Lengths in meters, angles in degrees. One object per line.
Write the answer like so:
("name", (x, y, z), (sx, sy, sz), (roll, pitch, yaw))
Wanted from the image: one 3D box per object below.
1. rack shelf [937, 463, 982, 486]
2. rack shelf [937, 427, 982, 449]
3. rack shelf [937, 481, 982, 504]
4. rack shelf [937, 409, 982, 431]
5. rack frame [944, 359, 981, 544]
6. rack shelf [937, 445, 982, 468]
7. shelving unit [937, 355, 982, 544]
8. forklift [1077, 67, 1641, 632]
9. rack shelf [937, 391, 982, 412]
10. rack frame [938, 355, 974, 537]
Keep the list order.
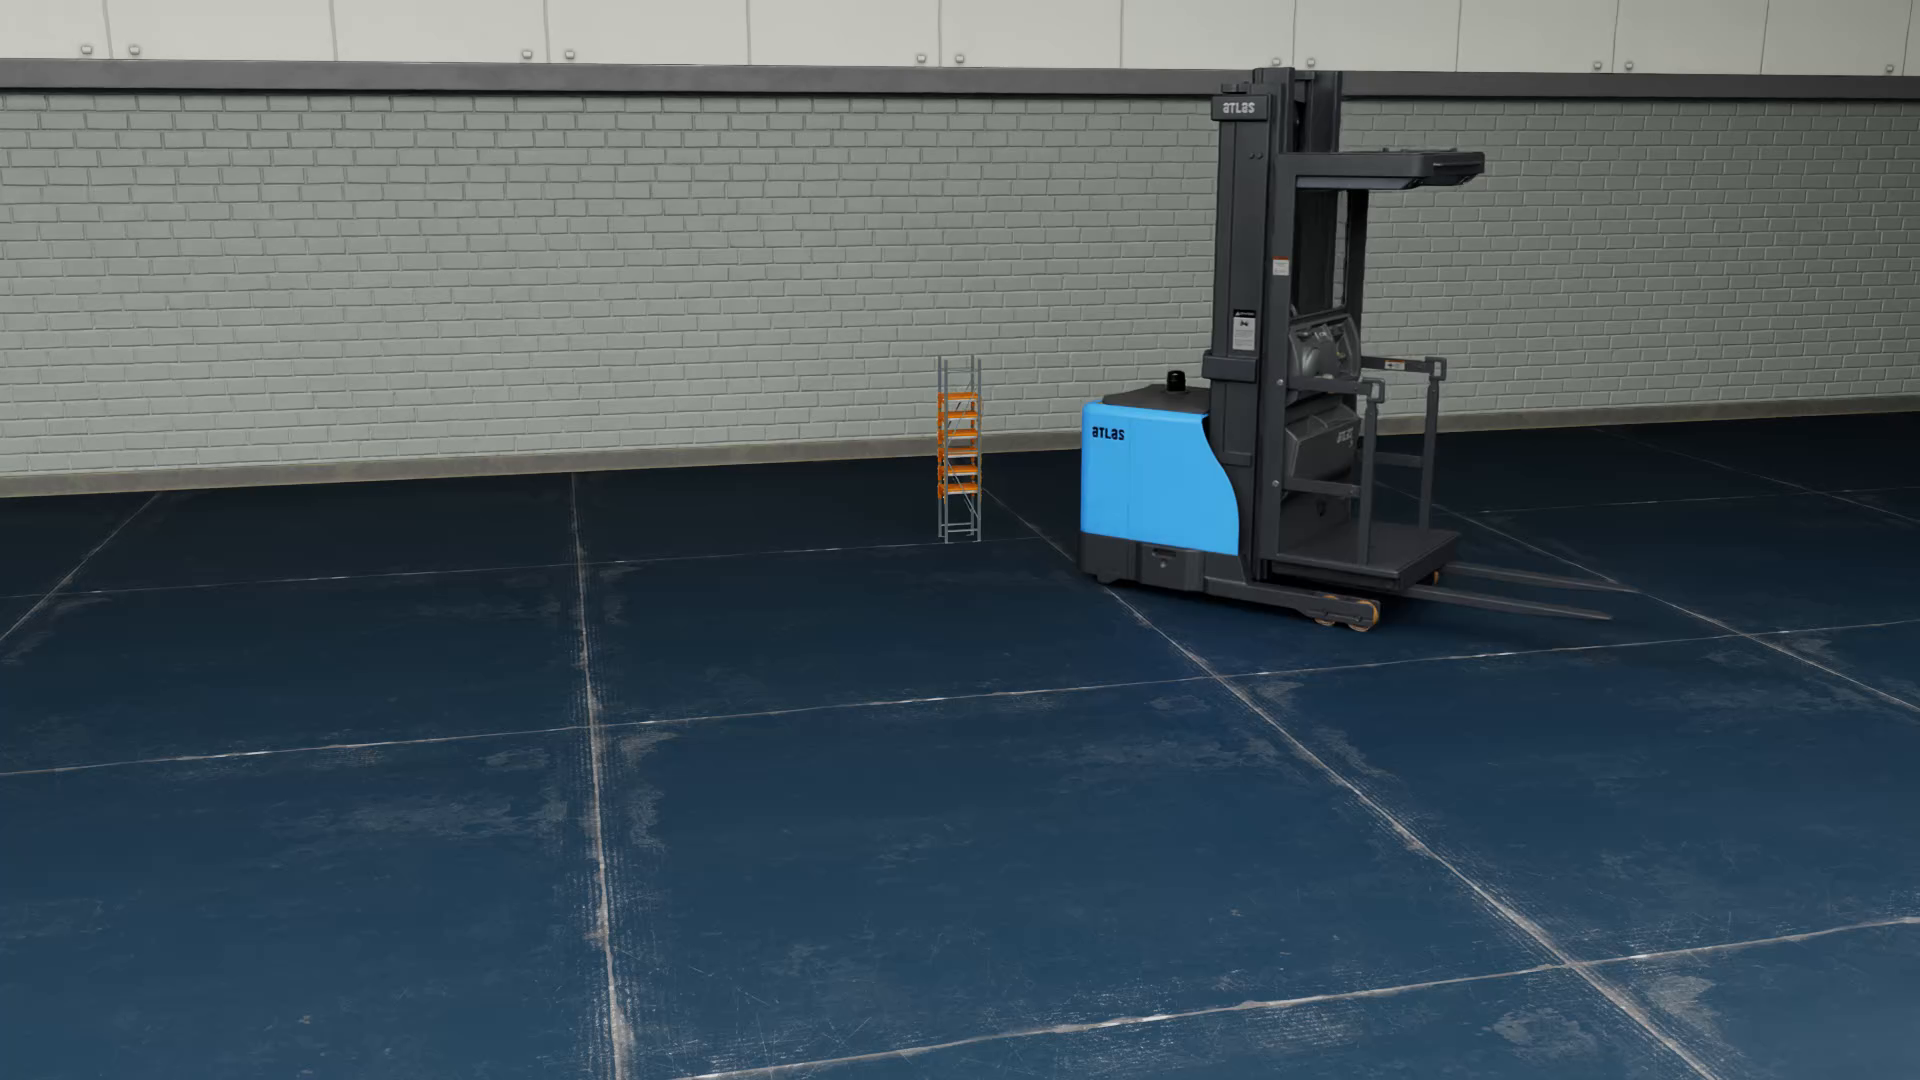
("rack shelf", (-0.003, -0.426, 10.837), (0.258, 0.103, 0.180), (-3, 14, -13))
("rack shelf", (-0.003, -0.660, 10.780), (0.258, 0.103, 0.180), (-3, 14, -13))
("rack shelf", (-0.003, -0.310, 10.866), (0.258, 0.103, 0.180), (-3, 14, -13))
("rack shelf", (-0.003, -0.776, 10.752), (0.258, 0.103, 0.180), (-3, 14, -13))
("rack frame", (0.018, -0.565, 10.712), (0.240, 1.200, 0.006), (-3, 14, -13))
("rack shelf", (-0.003, -0.543, 10.809), (0.258, 0.103, 0.180), (-3, 14, -13))
("shelving unit", (-0.003, -0.586, 10.798), (0.258, 1.200, 0.189), (-3, 14, -13))
("forklift", (2.204, -1.076, 9.155), (3.031, 2.935, 1.130), (9, 16, 33))
("rack shelf", (-0.003, -0.893, 10.723), (0.258, 0.103, 0.180), (-3, 14, -13))
("rack frame", (-0.025, -0.607, 10.885), (0.240, 1.200, 0.006), (-3, 14, -13))
